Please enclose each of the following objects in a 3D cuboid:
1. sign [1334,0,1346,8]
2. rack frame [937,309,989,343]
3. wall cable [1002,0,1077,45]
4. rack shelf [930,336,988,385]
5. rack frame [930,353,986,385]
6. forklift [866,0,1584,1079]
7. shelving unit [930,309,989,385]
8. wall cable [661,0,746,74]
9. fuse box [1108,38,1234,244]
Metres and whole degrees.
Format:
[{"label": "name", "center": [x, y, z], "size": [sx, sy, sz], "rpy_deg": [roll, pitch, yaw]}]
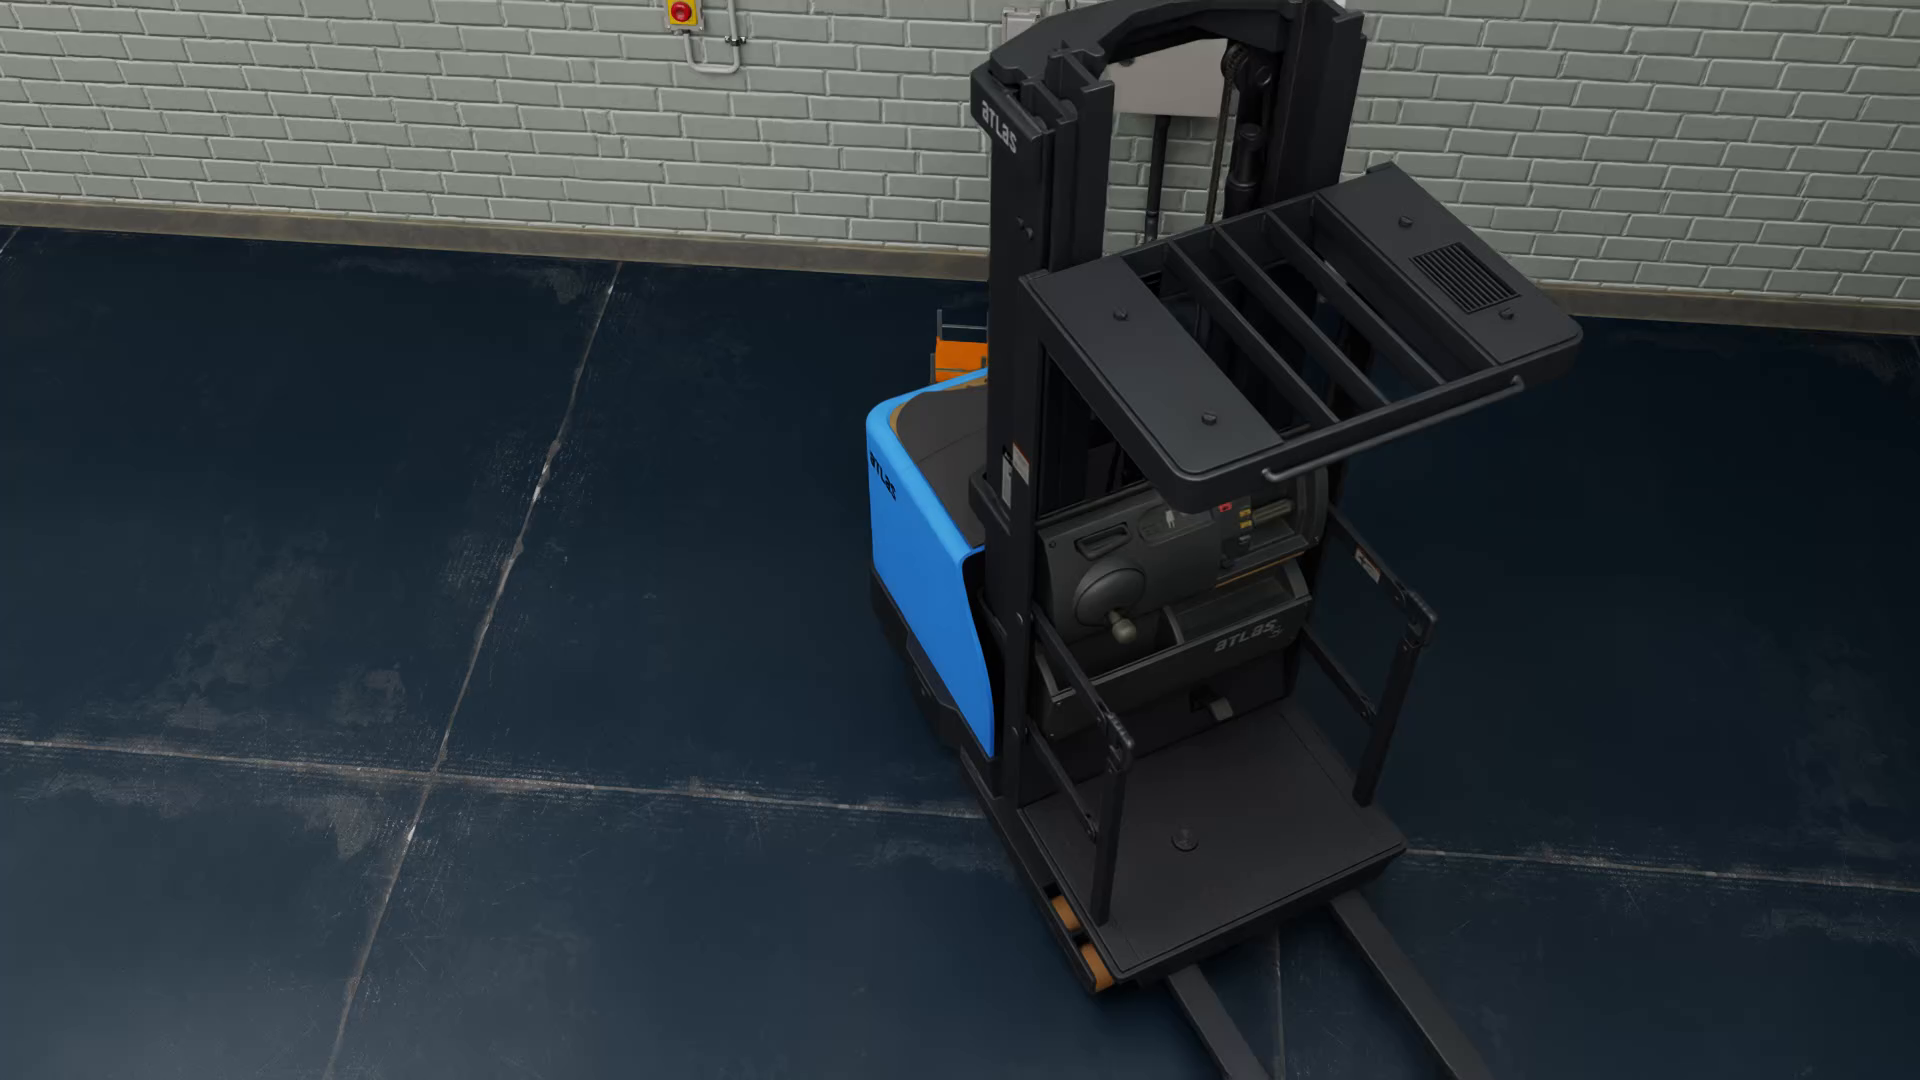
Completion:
[{"label": "sign", "center": [1.386, -2.138, 6.737], "size": [0.329, 0.494, 0.001], "rpy_deg": [4, 48, 4]}, {"label": "rack frame", "center": [0.016, -0.483, 6.481], "size": [0.200, 1.050, 0.008], "rpy_deg": [4, 48, 4]}, {"label": "wall cable", "center": [0.211, -2.556, 6.366], "size": [0.588, 1.984, 0.122], "rpy_deg": [4, 48, 4]}, {"label": "rack shelf", "center": [0.005, -0.578, 6.197], "size": [0.215, 0.259, 0.240], "rpy_deg": [4, 48, 4]}, {"label": "rack frame", "center": [-0.006, -0.304, 6.317], "size": [0.200, 1.050, 0.008], "rpy_deg": [4, 48, 4]}, {"label": "forklift", "center": [0.758, 0.097, 4.675], "size": [1.130, 2.935, 3.031], "rpy_deg": [-20, 51, -17]}, {"label": "shelving unit", "center": [0.005, -0.394, 6.399], "size": [0.215, 1.050, 0.252], "rpy_deg": [4, 48, 4]}, {"label": "wall cable", "center": [-1.203, -2.653, 6.434], "size": [0.585, 1.953, 0.123], "rpy_deg": [4, 48, 4]}, {"label": "fuse box", "center": [0.876, -1.617, 7.069], "size": [0.539, 1.711, 0.414], "rpy_deg": [4, 48, 4]}]
